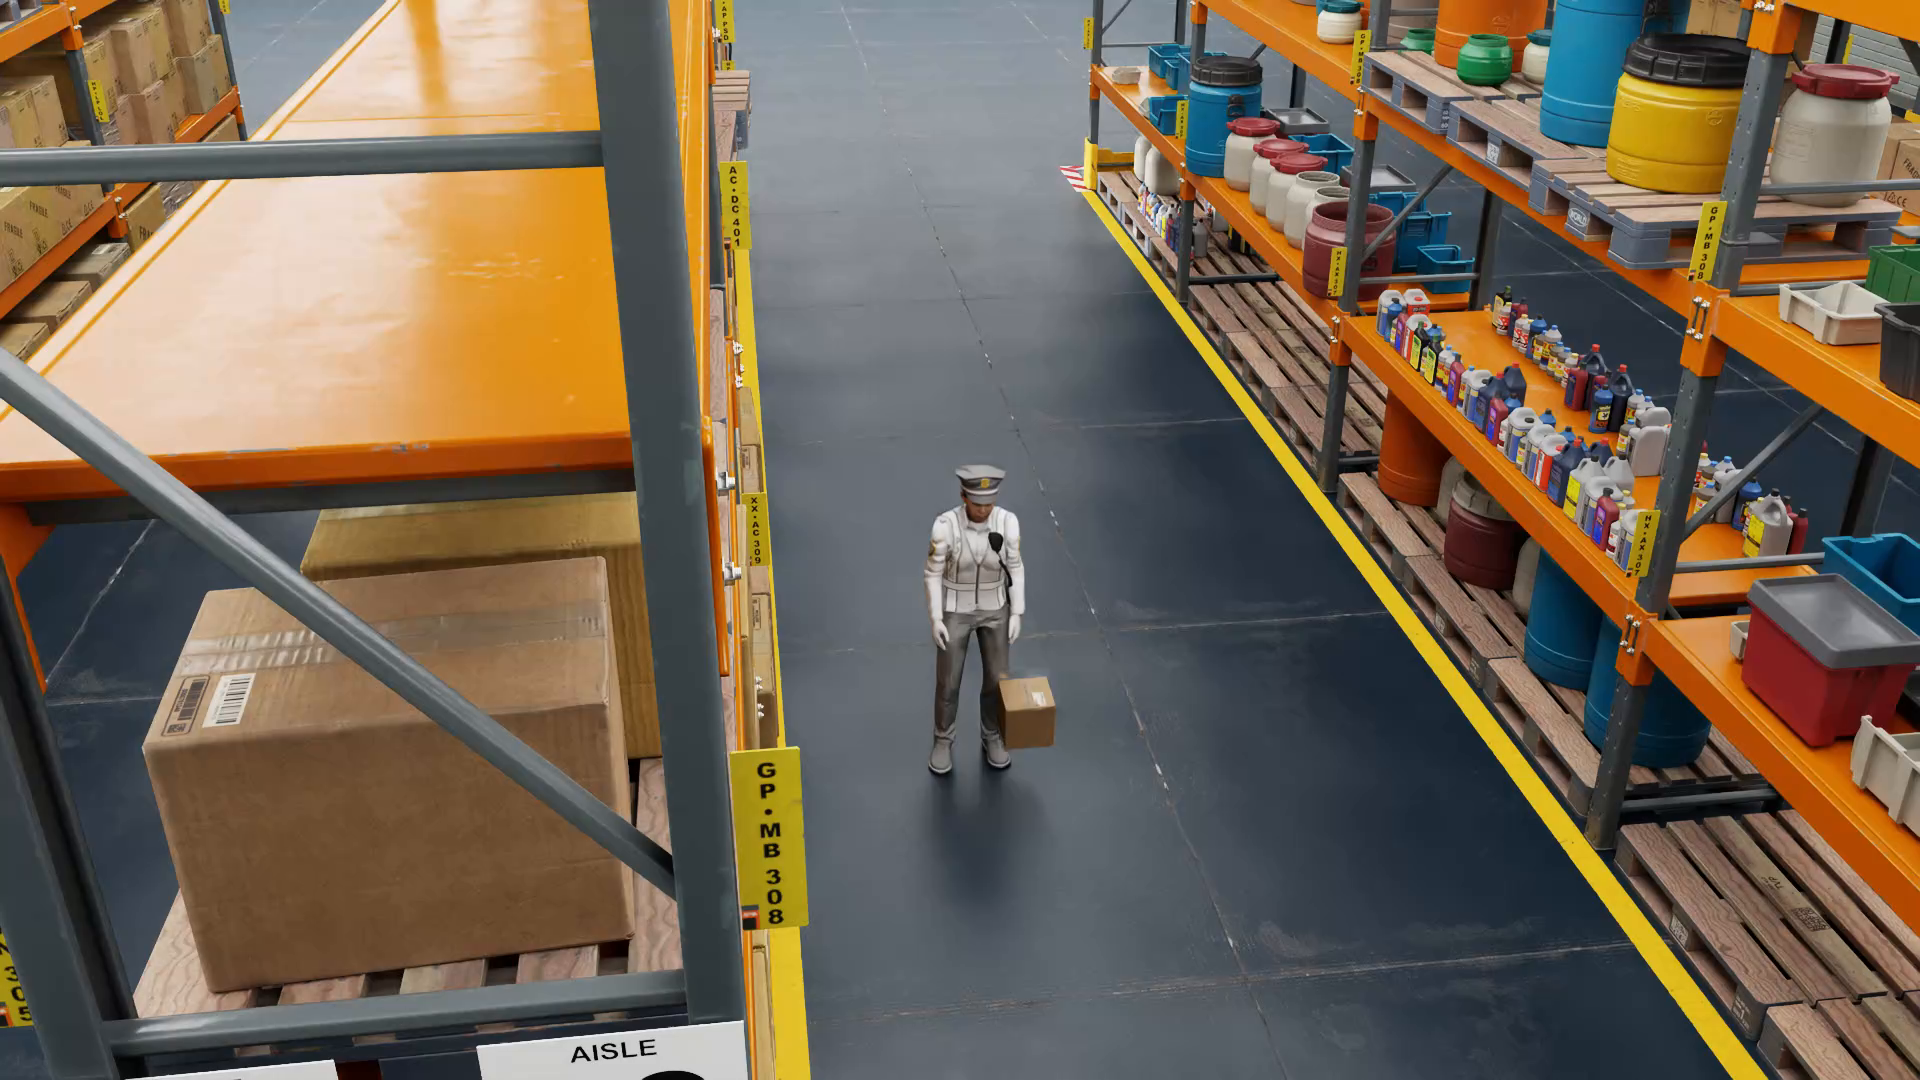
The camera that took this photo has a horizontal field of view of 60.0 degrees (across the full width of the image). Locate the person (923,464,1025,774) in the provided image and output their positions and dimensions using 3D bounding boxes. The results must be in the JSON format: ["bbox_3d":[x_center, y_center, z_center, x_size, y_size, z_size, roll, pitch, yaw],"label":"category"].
[{"bbox_3d":[0.075,0.377,8.349,0.510,1.669,0.358,-4,28,-7],"label":"person"}]
